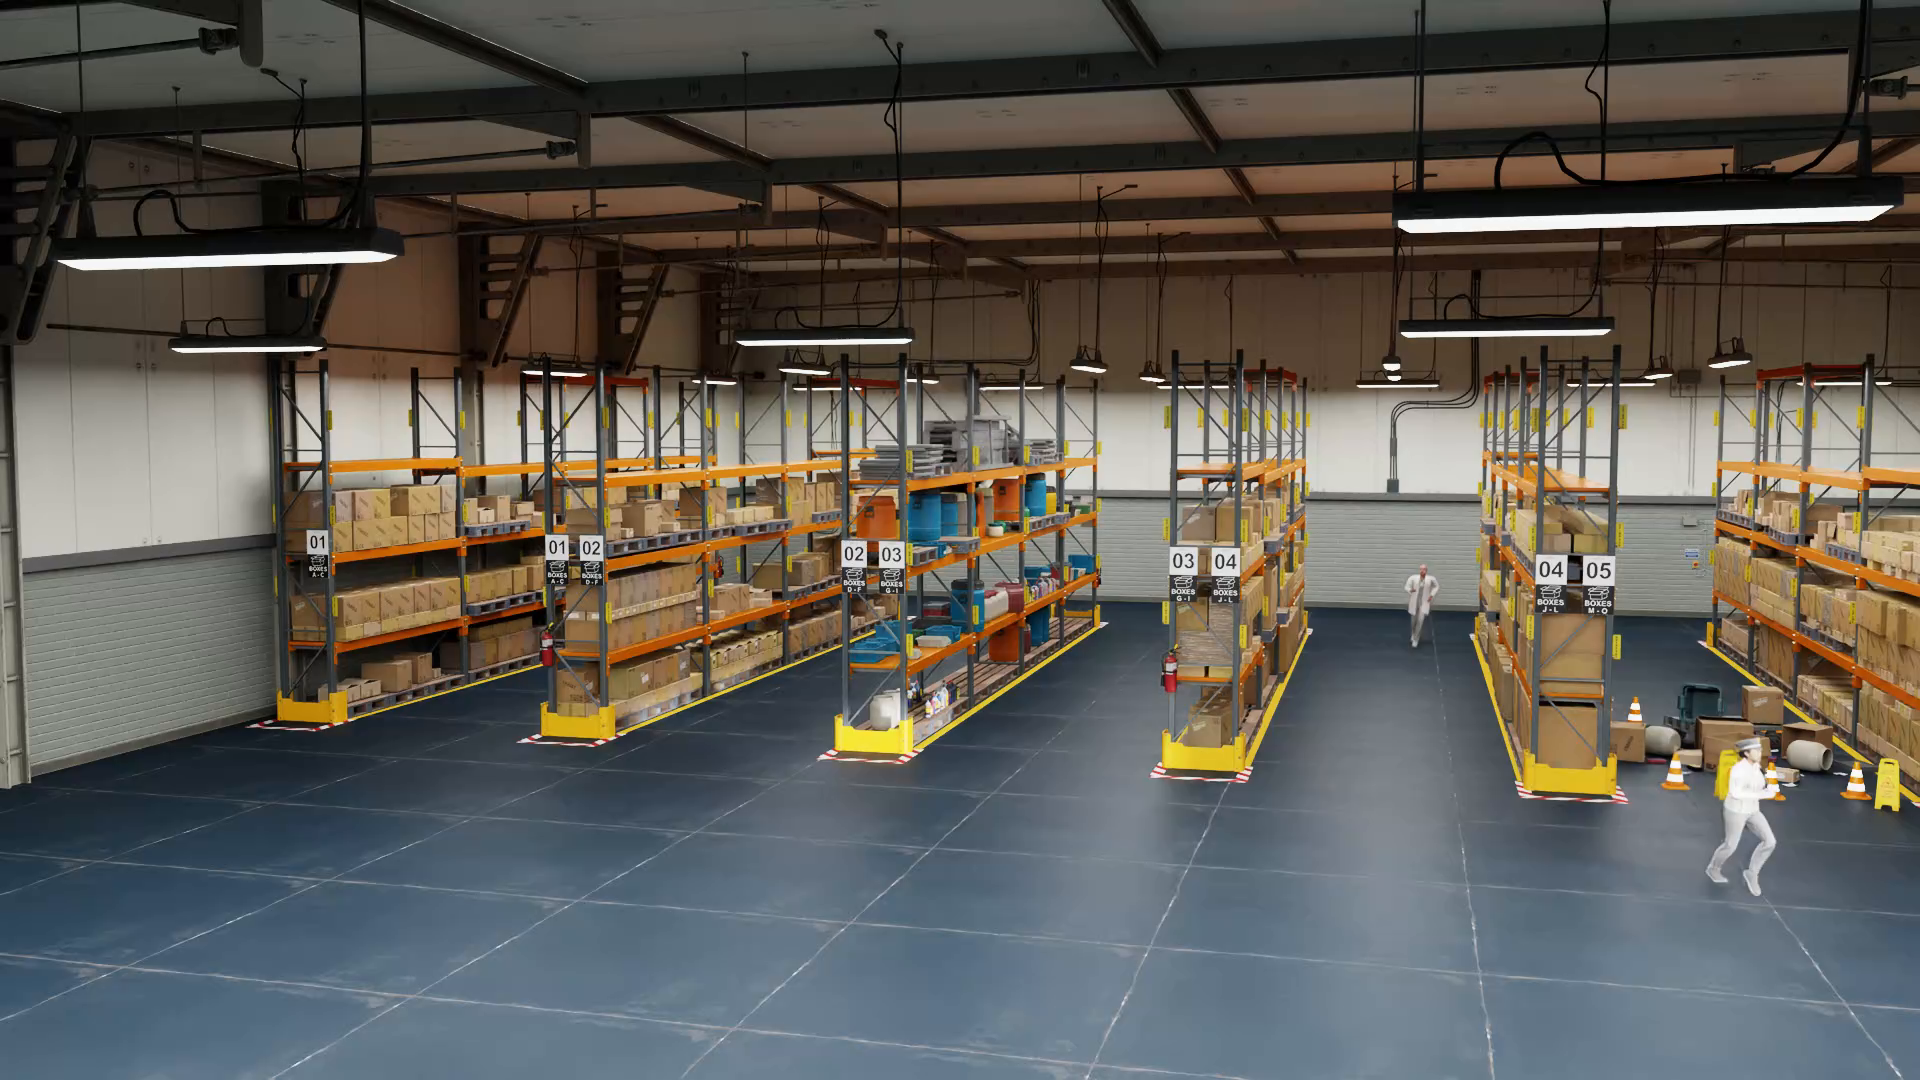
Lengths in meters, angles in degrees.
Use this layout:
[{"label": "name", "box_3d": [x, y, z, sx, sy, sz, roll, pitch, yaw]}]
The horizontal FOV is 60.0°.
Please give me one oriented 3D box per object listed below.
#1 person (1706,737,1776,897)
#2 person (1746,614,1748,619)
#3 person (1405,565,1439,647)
[{"label": "person", "box_3d": [8.319, 2.895, 17.630, 0.527, 1.694, 0.801, -2, 5, -30]}, {"label": "person", "box_3d": [18.082, 1.449, 37.839, 0.795, 1.761, 0.709, -3, 5, -37]}, {"label": "person", "box_3d": [10.282, 1.447, 37.093, 0.716, 1.805, 0.971, 2, 4, 23]}]
